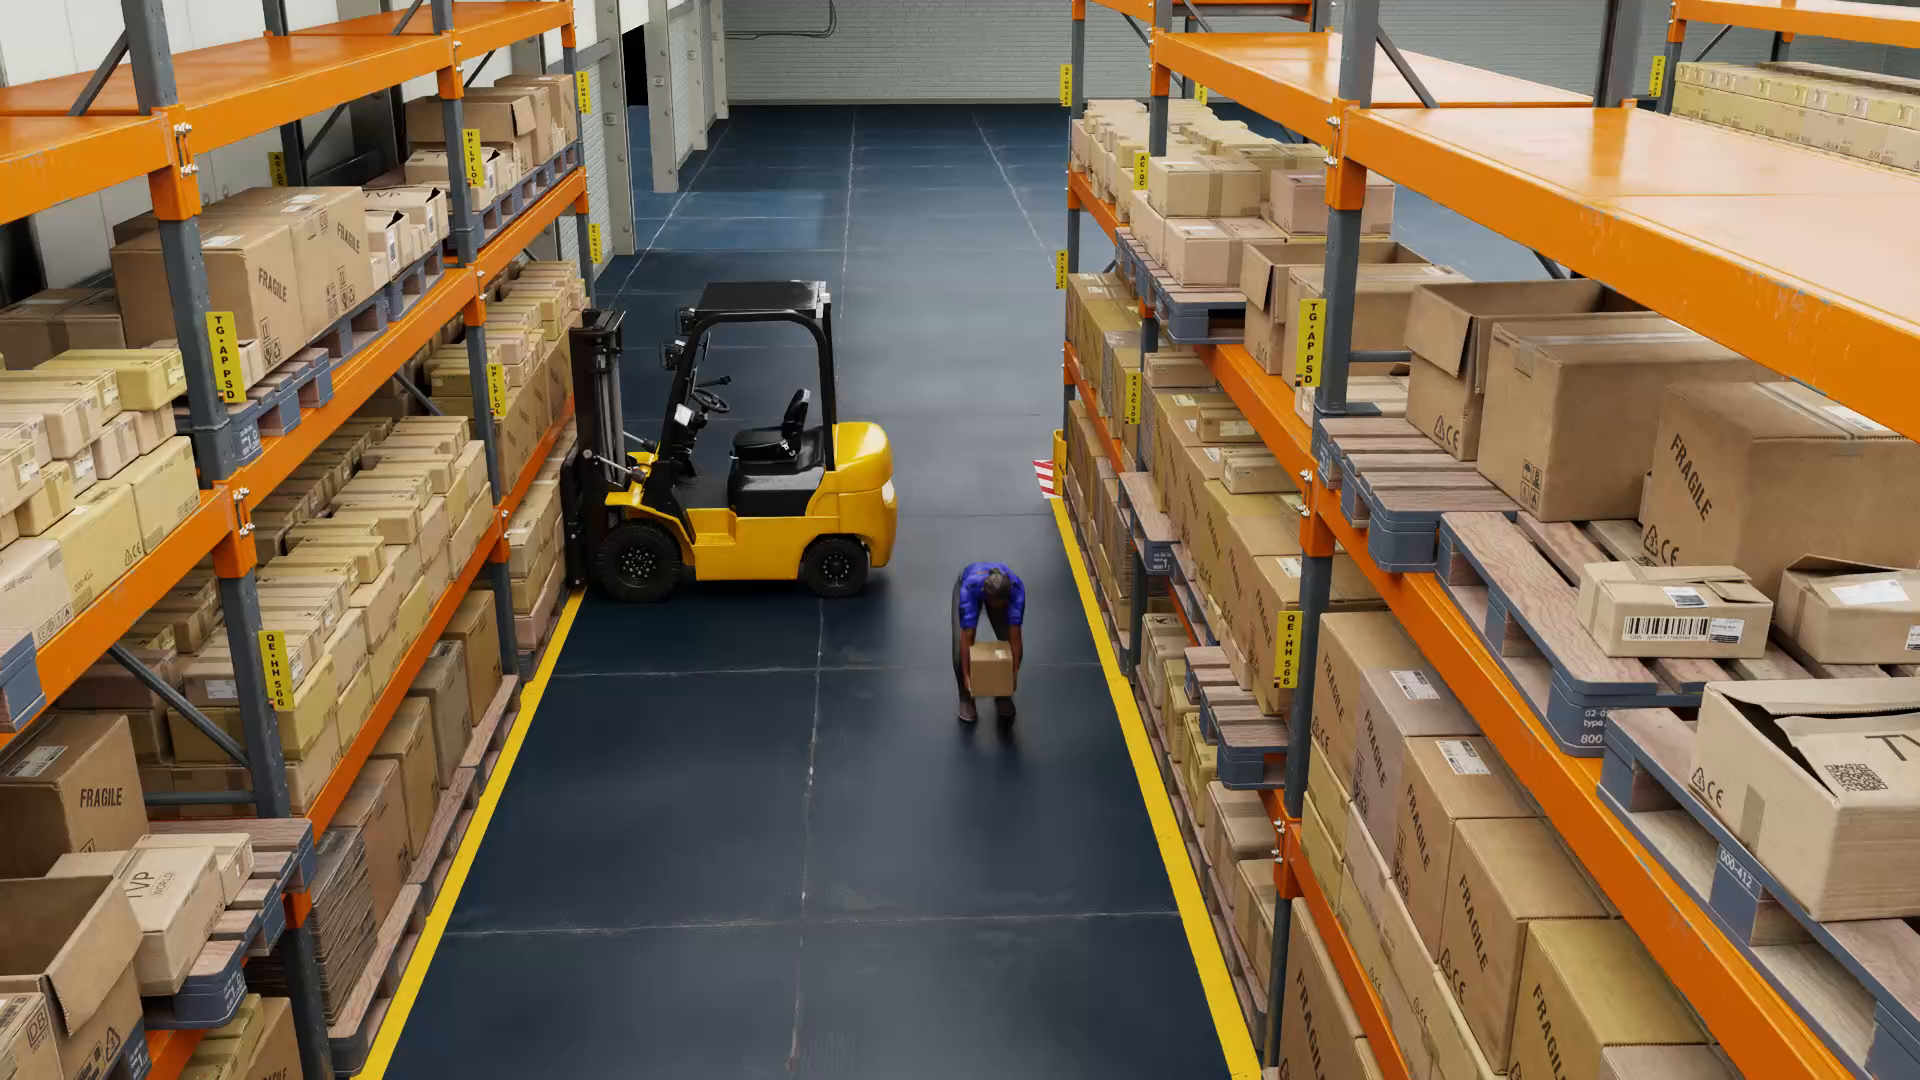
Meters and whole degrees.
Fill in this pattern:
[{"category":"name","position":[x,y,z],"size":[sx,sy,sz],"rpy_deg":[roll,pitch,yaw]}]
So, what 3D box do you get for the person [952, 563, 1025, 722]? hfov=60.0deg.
[{"category":"person","position":[0.179,0.611,10.219],"size":[0.439,1.125,0.846],"rpy_deg":[-2,21,-6]}]
